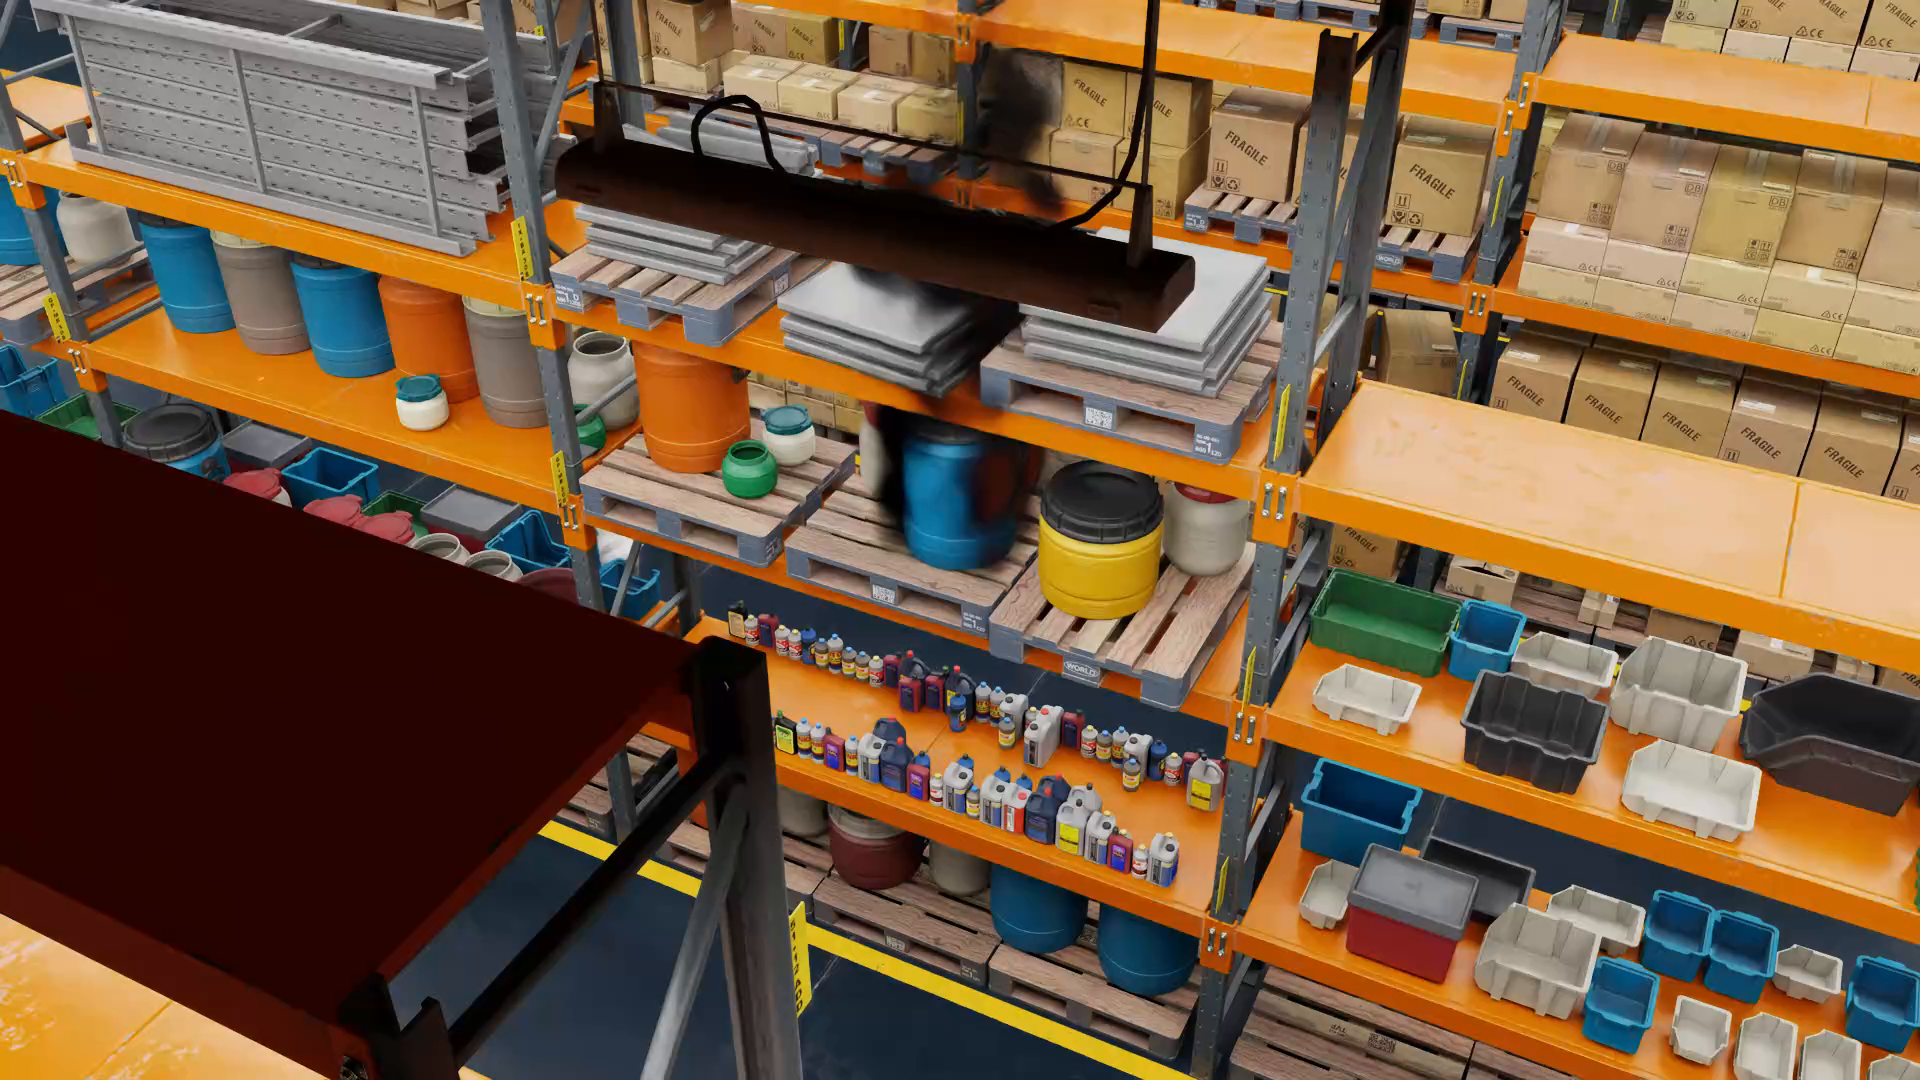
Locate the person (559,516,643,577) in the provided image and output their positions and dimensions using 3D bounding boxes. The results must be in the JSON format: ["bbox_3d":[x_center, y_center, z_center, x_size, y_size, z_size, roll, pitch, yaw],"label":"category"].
[{"bbox_3d":[-2.683,0.101,12.347,0.823,1.592,0.711,21,40,27],"label":"person"}]

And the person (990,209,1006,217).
[{"bbox_3d":[0.373,-2.475,15.961,0.861,1.661,0.632,15,38,20],"label":"person"}]
